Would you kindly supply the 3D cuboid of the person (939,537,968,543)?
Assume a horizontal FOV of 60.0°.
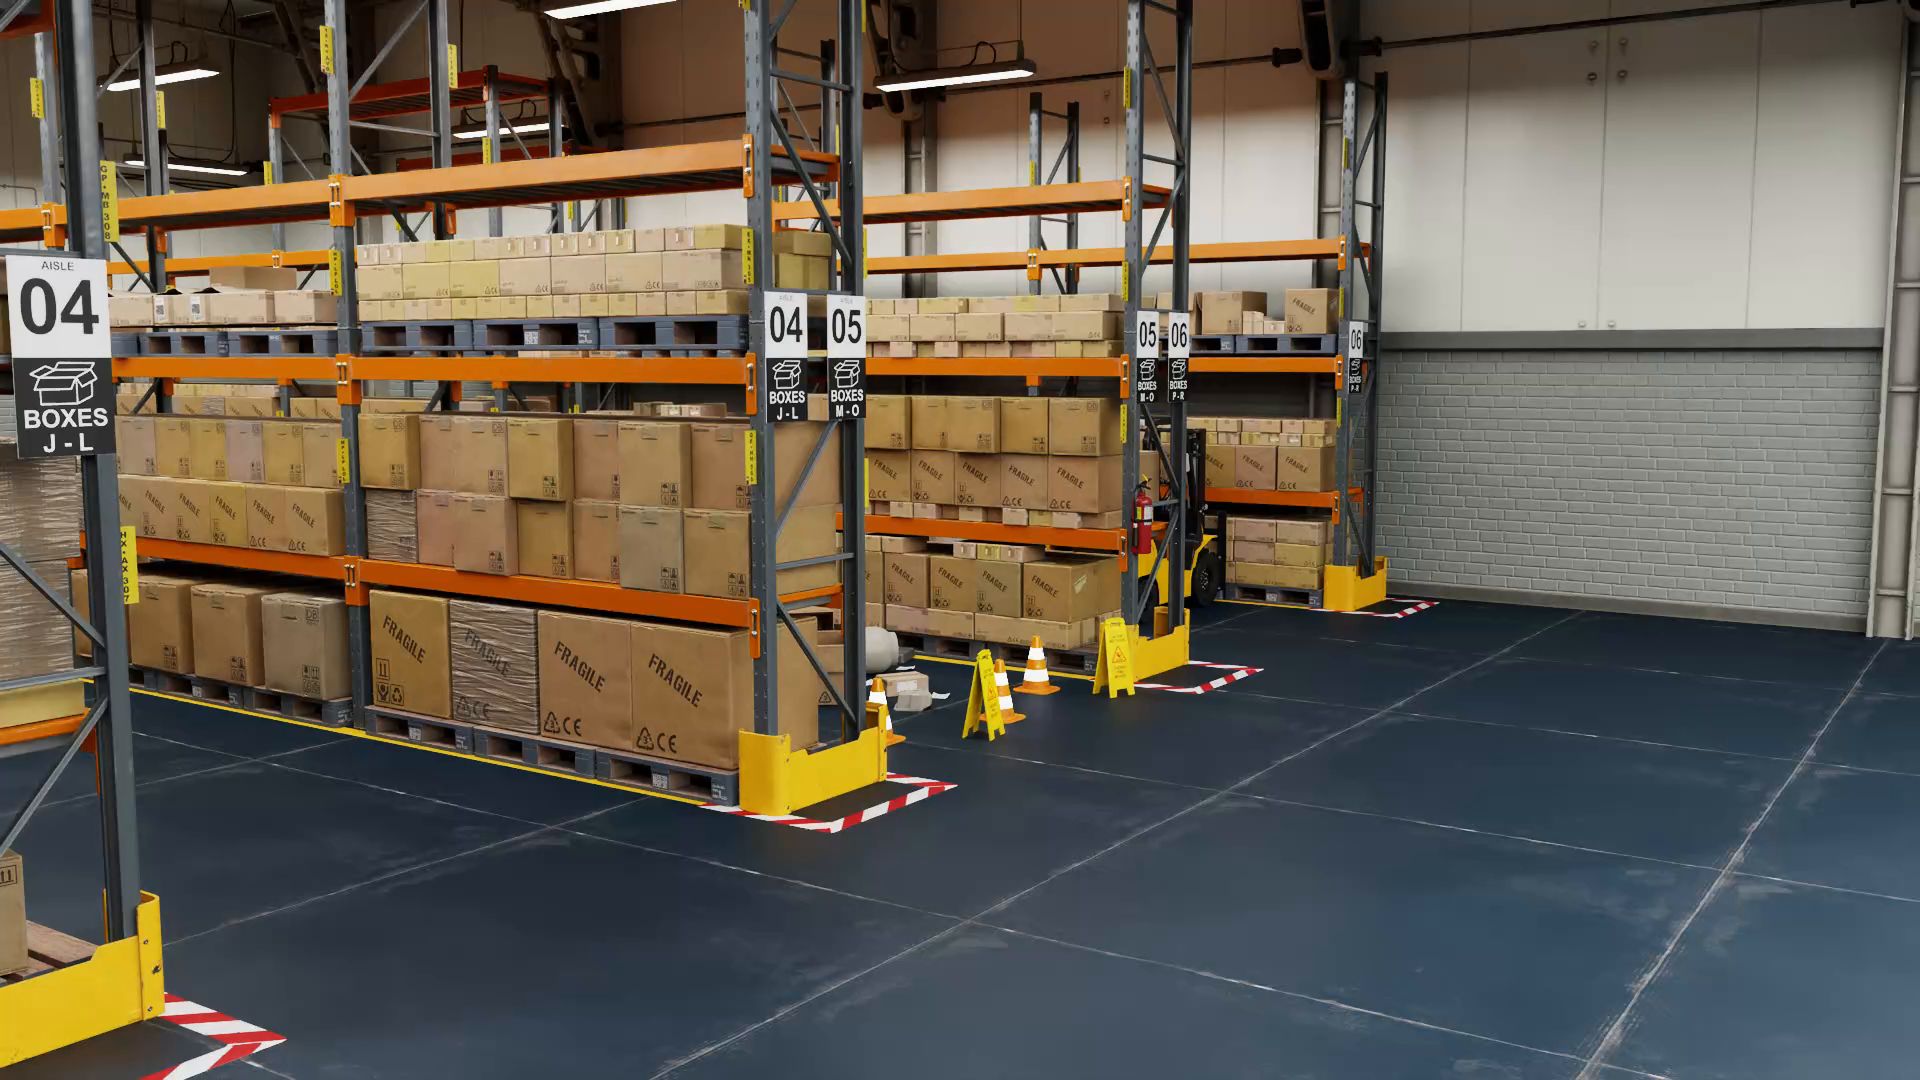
[{"bbox_3d":[-0.002,-0.082,18.318,0.494,1.768,0.573,4,8,34],"label":"person"}]
